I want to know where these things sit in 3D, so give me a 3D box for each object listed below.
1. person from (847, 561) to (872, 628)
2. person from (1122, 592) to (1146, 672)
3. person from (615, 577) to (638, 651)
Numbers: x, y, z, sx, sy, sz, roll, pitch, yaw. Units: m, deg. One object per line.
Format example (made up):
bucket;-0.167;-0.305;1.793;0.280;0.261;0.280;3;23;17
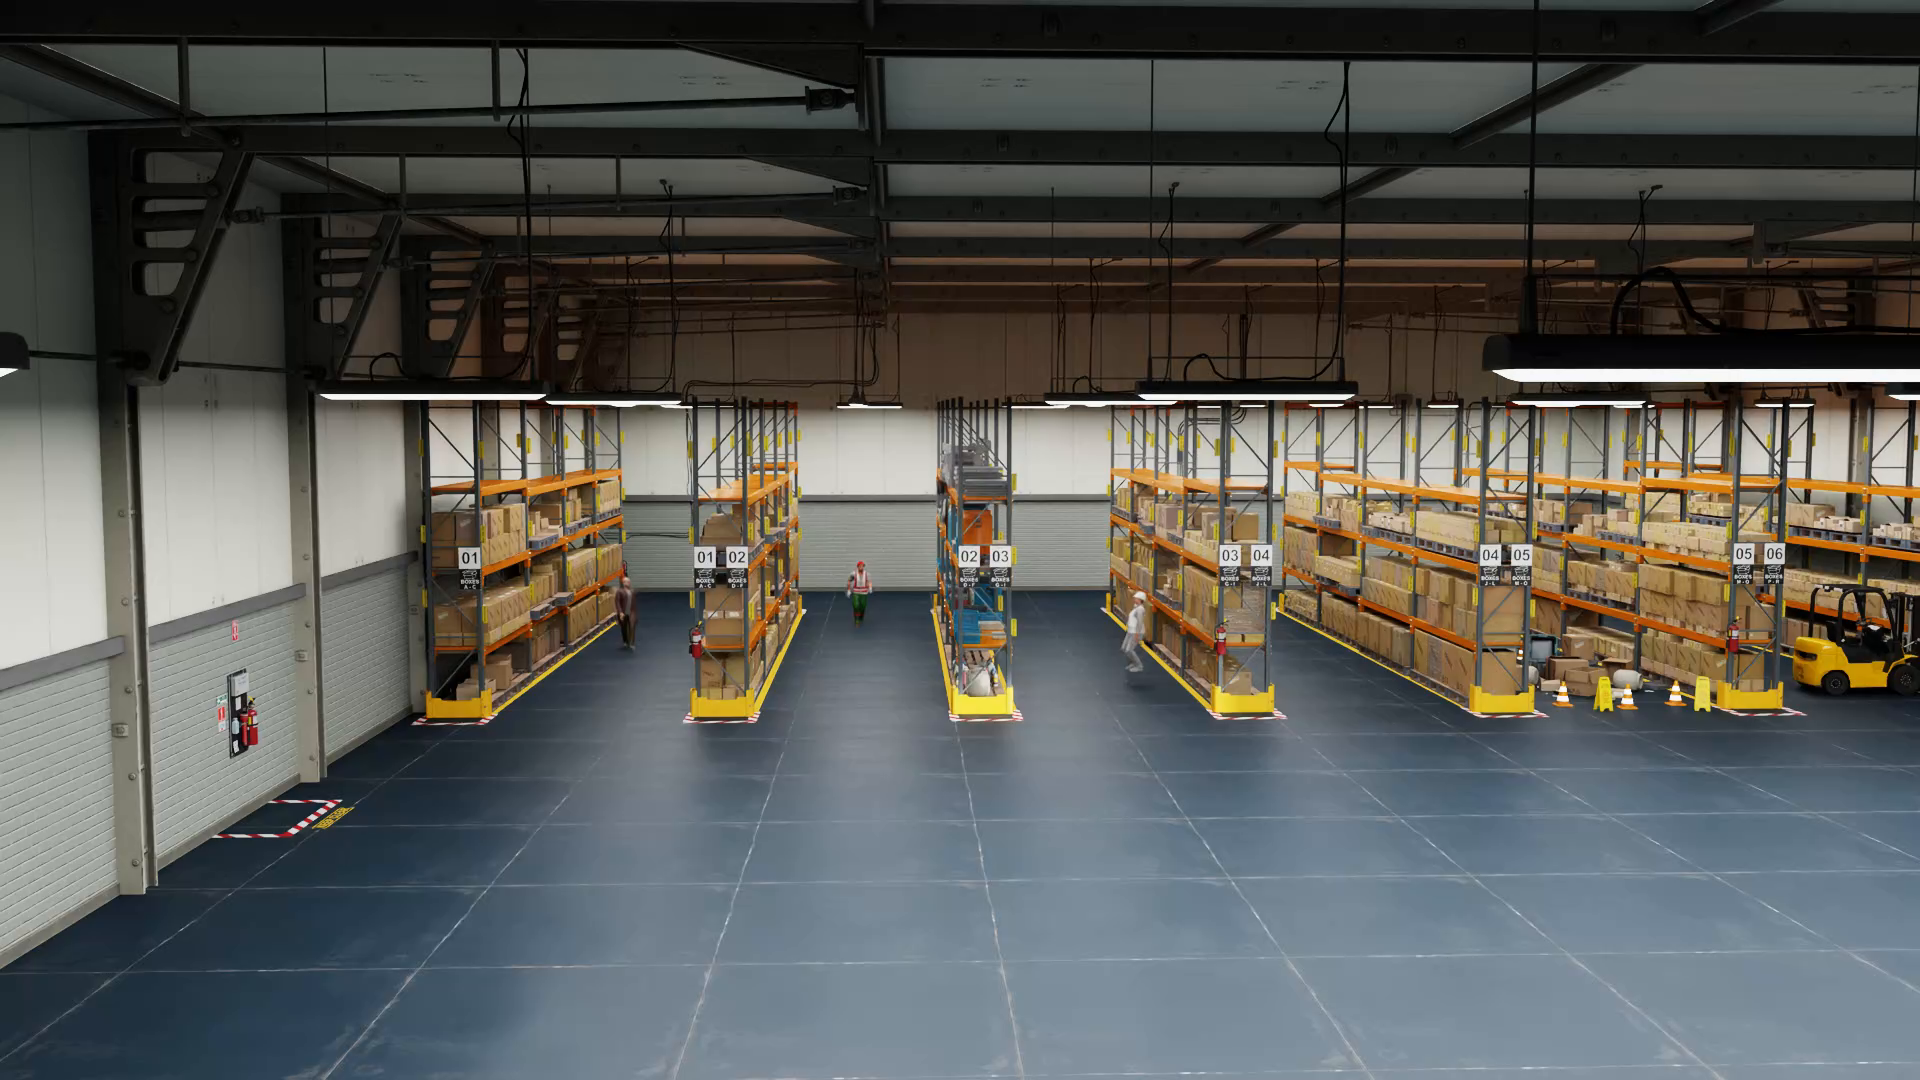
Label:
person;-2.676;1.461;44.353;0.665;1.813;0.877;0;4;-3
person;3.665;1.909;34.887;0.491;1.663;0.575;-1;5;-13
person;-7.989;1.766;39.838;0.539;1.724;1.087;-1;4;-9
